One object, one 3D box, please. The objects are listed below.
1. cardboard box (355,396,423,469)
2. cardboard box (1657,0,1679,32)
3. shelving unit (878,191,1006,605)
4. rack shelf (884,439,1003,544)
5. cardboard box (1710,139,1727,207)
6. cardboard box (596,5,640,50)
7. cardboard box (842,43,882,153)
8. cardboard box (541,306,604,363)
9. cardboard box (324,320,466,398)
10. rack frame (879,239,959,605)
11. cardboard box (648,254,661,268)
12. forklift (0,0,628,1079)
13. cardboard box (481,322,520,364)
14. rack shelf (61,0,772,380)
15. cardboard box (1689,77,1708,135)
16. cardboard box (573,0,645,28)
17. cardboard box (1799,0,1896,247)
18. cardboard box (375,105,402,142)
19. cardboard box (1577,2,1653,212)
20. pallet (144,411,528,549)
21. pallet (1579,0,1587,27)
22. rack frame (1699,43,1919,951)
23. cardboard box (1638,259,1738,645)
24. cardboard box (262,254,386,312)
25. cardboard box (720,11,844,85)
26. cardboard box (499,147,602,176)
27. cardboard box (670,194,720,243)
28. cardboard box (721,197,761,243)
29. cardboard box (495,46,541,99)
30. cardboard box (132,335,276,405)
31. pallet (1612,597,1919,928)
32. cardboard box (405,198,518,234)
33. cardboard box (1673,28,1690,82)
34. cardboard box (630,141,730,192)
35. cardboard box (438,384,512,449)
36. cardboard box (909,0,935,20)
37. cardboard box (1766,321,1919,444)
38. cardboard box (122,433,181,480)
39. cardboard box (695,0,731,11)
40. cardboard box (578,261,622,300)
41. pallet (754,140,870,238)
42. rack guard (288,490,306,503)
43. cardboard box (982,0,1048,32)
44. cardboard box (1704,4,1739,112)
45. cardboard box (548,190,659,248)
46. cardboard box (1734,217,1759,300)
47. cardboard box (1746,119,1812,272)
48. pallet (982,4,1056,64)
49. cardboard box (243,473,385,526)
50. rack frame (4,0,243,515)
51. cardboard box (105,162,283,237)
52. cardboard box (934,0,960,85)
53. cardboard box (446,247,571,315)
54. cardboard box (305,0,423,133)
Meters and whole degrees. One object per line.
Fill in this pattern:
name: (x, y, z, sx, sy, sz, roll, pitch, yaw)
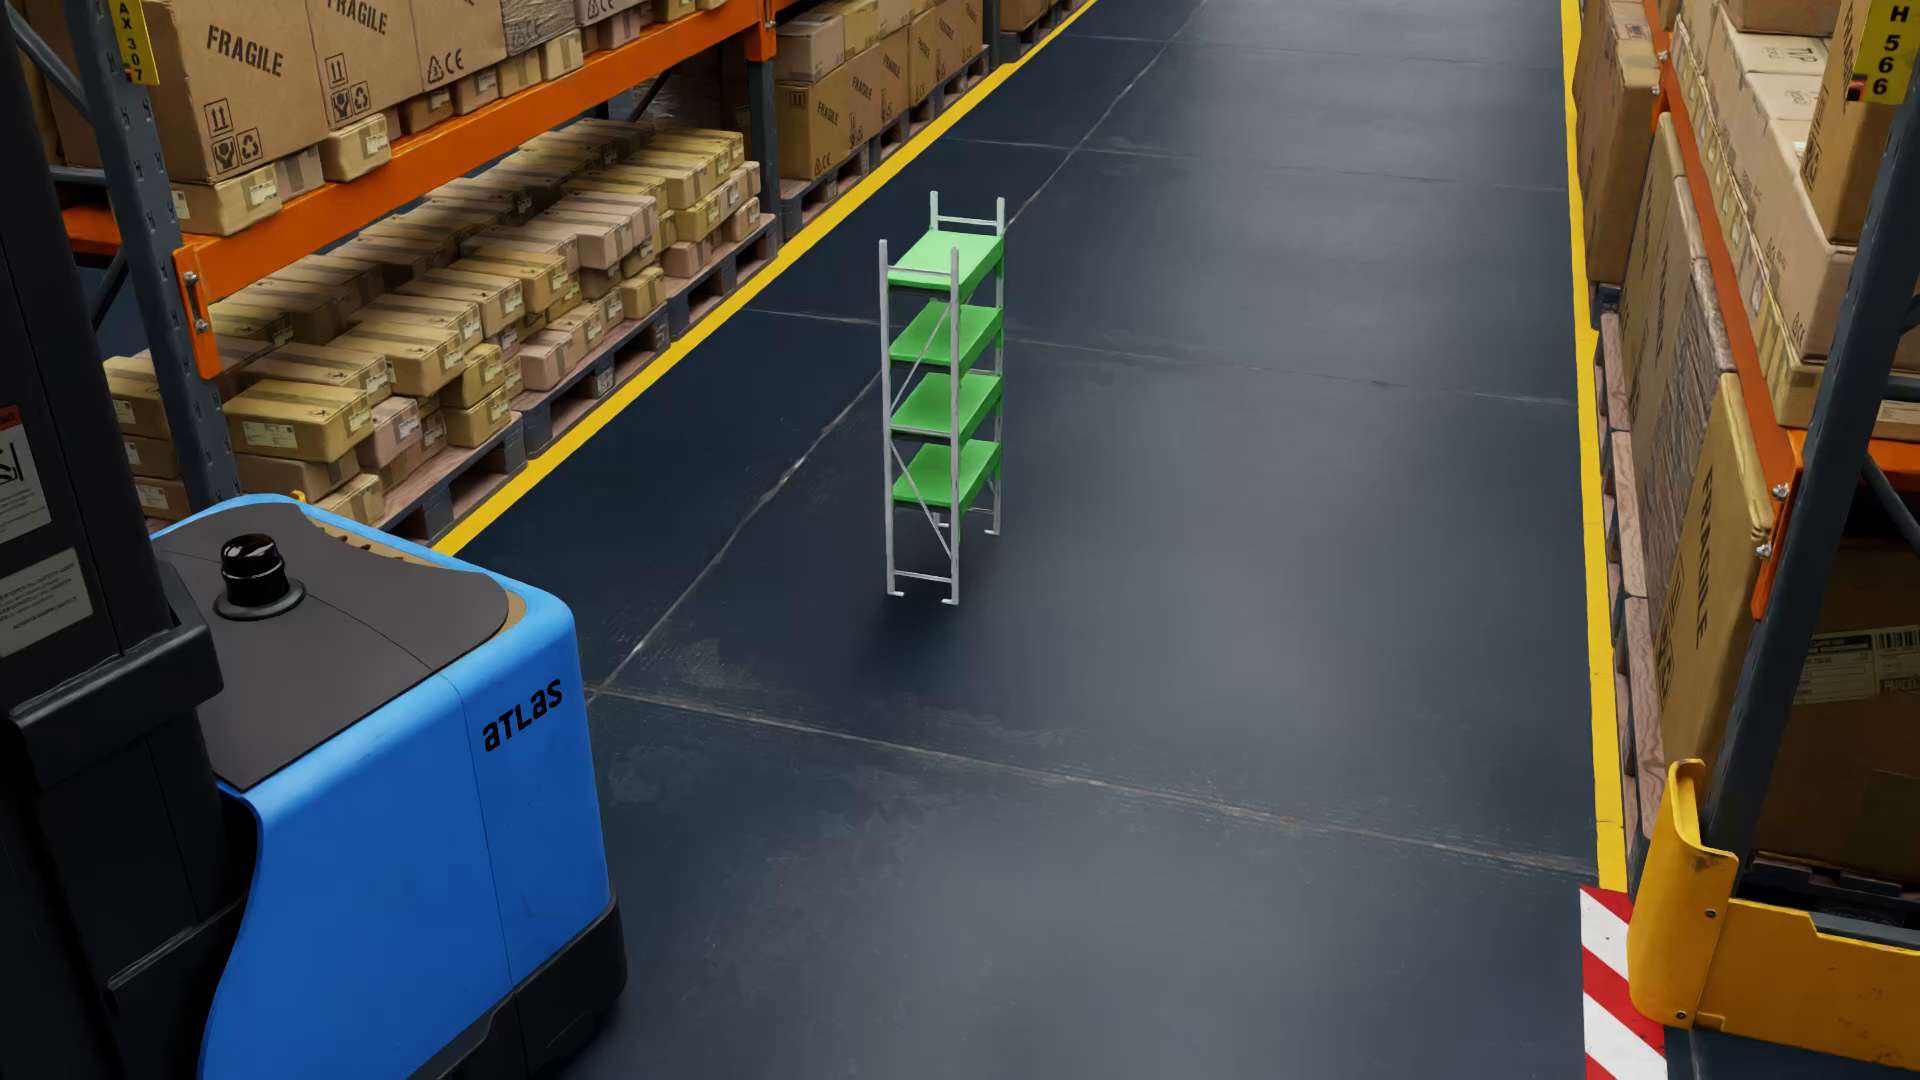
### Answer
cardboard box: (-2.030, -0.377, 5.536, 0.380, 0.149, 0.250, 8, 30, 15)
cardboard box: (3.198, -2.387, 6.852, 0.500, 0.500, 0.500, 9, 30, 15)
shelving unit: (-0.049, -0.447, 5.320, 0.258, 1.200, 0.503, 8, 30, 15)
rack shelf: (-0.049, -0.182, 5.468, 0.258, 0.148, 0.480, 8, 30, 15)
cardboard box: (2.387, -1.041, 4.794, 0.380, 0.149, 0.250, 9, 30, 16)
cardboard box: (-1.507, -2.068, 6.640, 0.380, 0.149, 0.250, 7, 30, 13)
cardboard box: (-0.766, -2.484, 9.270, 0.500, 0.500, 0.500, 10, 31, 17)
cardboard box: (-1.663, -0.839, 6.673, 0.380, 0.149, 0.250, 9, 30, 15)
cardboard box: (-1.923, -0.620, 5.667, 0.380, 0.149, 0.250, 8, 30, 15)
rack frame: (-0.120, -0.334, 5.116, 0.240, 1.200, 0.015, 8, 30, 15)
cardboard box: (-1.545, -1.203, 7.327, 0.380, 0.149, 0.250, 8, 30, 14)
forklift: (-1.961, 0.263, 2.262, 1.130, 2.935, 3.031, 17, 33, 27)
cardboard box: (-1.877, -0.744, 6.196, 0.380, 0.149, 0.250, 7, 30, 12)
rack shelf: (-1.977, -1.598, 6.277, 1.077, 0.370, 4.000, 8, 30, 15)
cardboard box: (2.613, -1.401, 5.442, 0.380, 0.149, 0.250, 8, 30, 14)
cardboard box: (-1.562, -2.278, 6.351, 0.500, 0.500, 0.500, 8, 30, 15)
cardboard box: (2.040, -0.884, 3.331, 0.500, 0.500, 0.500, 9, 30, 15)
cardboard box: (-2.045, -1.358, 5.365, 0.380, 0.149, 0.250, 10, 31, 17)
cardboard box: (3.752, -2.058, 8.117, 1.225, 0.875, 0.875, 7, 30, 13)
pallet: (-2.269, -0.172, 5.842, 1.003, 0.211, 1.213, 8, 30, 15)
pallet: (5.443, -4.224, 13.126, 1.003, 0.211, 1.213, 8, 30, 15)
rack frame: (2.148, -0.228, 3.074, 1.000, 3.000, 0.127, 8, 30, 15)
cardboard box: (2.527, -0.215, 4.804, 0.875, 0.875, 0.875, 8, 30, 15)
cardboard box: (-2.405, -0.954, 6.268, 0.380, 0.149, 0.250, 10, 31, 17)
cardboard box: (-0.920, -2.566, 8.645, 0.500, 0.250, 0.500, 7, 30, 13)
cardboard box: (-1.853, -1.665, 7.546, 0.380, 0.149, 0.250, 8, 30, 14)
cardboard box: (-1.308, -1.463, 7.489, 0.380, 0.149, 0.250, 7, 30, 13)
cardboard box: (-1.179, -1.548, 7.949, 0.380, 0.149, 0.250, 9, 30, 16)
cardboard box: (-1.746, -1.709, 5.995, 0.380, 0.149, 0.250, 10, 30, 17)
cardboard box: (-2.522, -0.571, 5.580, 0.380, 0.149, 0.250, 9, 30, 16)
pallet: (2.308, 0.608, 4.440, 1.003, 0.211, 1.213, 8, 30, 15)
cardboard box: (-2.062, -1.295, 6.881, 0.380, 0.149, 0.250, 7, 30, 13)
cardboard box: (2.840, -1.765, 6.096, 0.380, 0.149, 0.250, 7, 30, 13)
cardboard box: (-1.282, -1.712, 7.631, 0.380, 0.149, 0.250, 9, 30, 15)
cardboard box: (-1.859, -0.471, 6.012, 0.380, 0.149, 0.250, 9, 30, 15)
cardboard box: (-0.468, -3.294, 9.954, 0.500, 0.250, 0.500, 9, 30, 16)
cardboard box: (1.938, -0.331, 3.517, 0.380, 0.149, 0.250, 9, 30, 16)
cardboard box: (-2.682, -0.336, 5.464, 0.380, 0.149, 0.250, 8, 30, 14)
cardboard box: (-1.221, -2.430, 7.292, 0.380, 0.149, 0.250, 8, 30, 14)
cardboard box: (-1.629, -1.118, 6.868, 0.380, 0.149, 0.250, 7, 30, 12)
pallet: (-1.163, -1.985, 9.101, 1.003, 0.211, 1.213, 8, 30, 15)
rack guard: (-2.541, 0.074, 5.102, 1.175, 0.500, 0.348, 8, 30, 15)
cardboard box: (0.049, -4.171, 12.045, 1.050, 0.750, 0.750, 8, 30, 14)
cardboard box: (2.636, -1.498, 5.206, 0.500, 0.250, 0.500, 9, 30, 16)
cardboard box: (-1.491, -1.347, 6.975, 0.380, 0.149, 0.250, 7, 30, 12)
cardboard box: (2.162, -0.685, 4.154, 0.380, 0.149, 0.250, 9, 30, 16)
cardboard box: (2.186, -0.791, 3.935, 0.500, 0.250, 0.500, 8, 30, 14)
pallet: (0.088, -3.838, 12.431, 1.003, 0.211, 1.213, 8, 30, 15)
cardboard box: (-2.104, -0.118, 5.378, 0.380, 0.149, 0.250, 9, 30, 16)
rack frame: (-2.564, -0.983, 4.431, 1.000, 3.000, 0.127, 8, 30, 15)
cardboard box: (-2.155, -0.977, 4.679, 0.380, 0.149, 0.250, 8, 30, 14)
cardboard box: (-0.315, -3.208, 10.570, 0.500, 0.500, 0.500, 10, 31, 17)
cardboard box: (-1.718, -0.990, 6.332, 0.380, 0.149, 0.250, 9, 30, 16)
cardboard box: (-2.035, -1.578, 5.092, 0.500, 0.500, 0.500, 9, 30, 15)
